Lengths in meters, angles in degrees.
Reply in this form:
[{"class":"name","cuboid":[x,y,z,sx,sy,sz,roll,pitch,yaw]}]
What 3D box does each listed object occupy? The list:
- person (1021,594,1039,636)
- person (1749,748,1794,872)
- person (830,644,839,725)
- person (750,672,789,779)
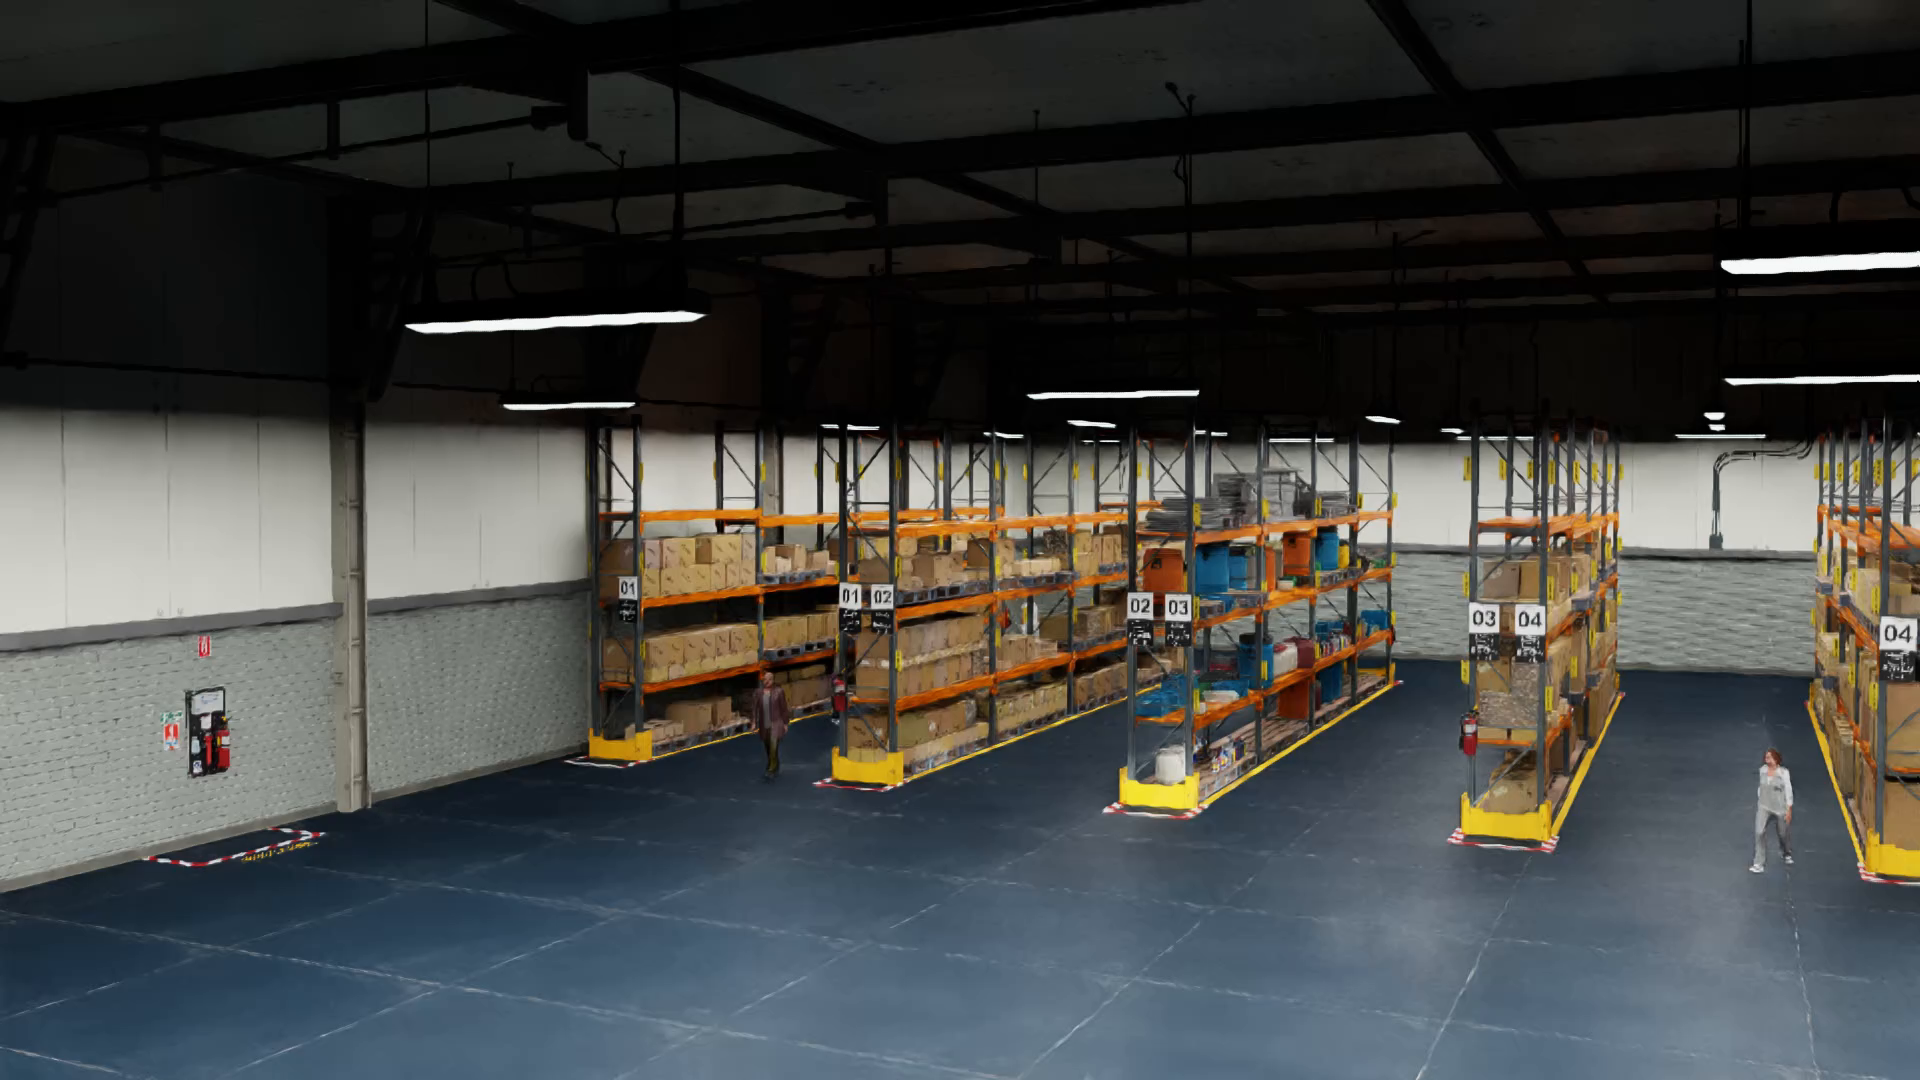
[{"class":"person","cuboid":[1.905,2.278,44.236,0.715,1.785,0.530,-1,3,-29]},{"class":"person","cuboid":[10.215,3.365,20.824,0.440,1.527,0.848,2,3,42]},{"class":"person","cuboid":[-2.412,2.856,33.116,0.349,1.641,0.476,0,2,-3]},{"class":"person","cuboid":[-3.132,3.013,27.182,0.580,1.705,1.104,1,2,16]}]
